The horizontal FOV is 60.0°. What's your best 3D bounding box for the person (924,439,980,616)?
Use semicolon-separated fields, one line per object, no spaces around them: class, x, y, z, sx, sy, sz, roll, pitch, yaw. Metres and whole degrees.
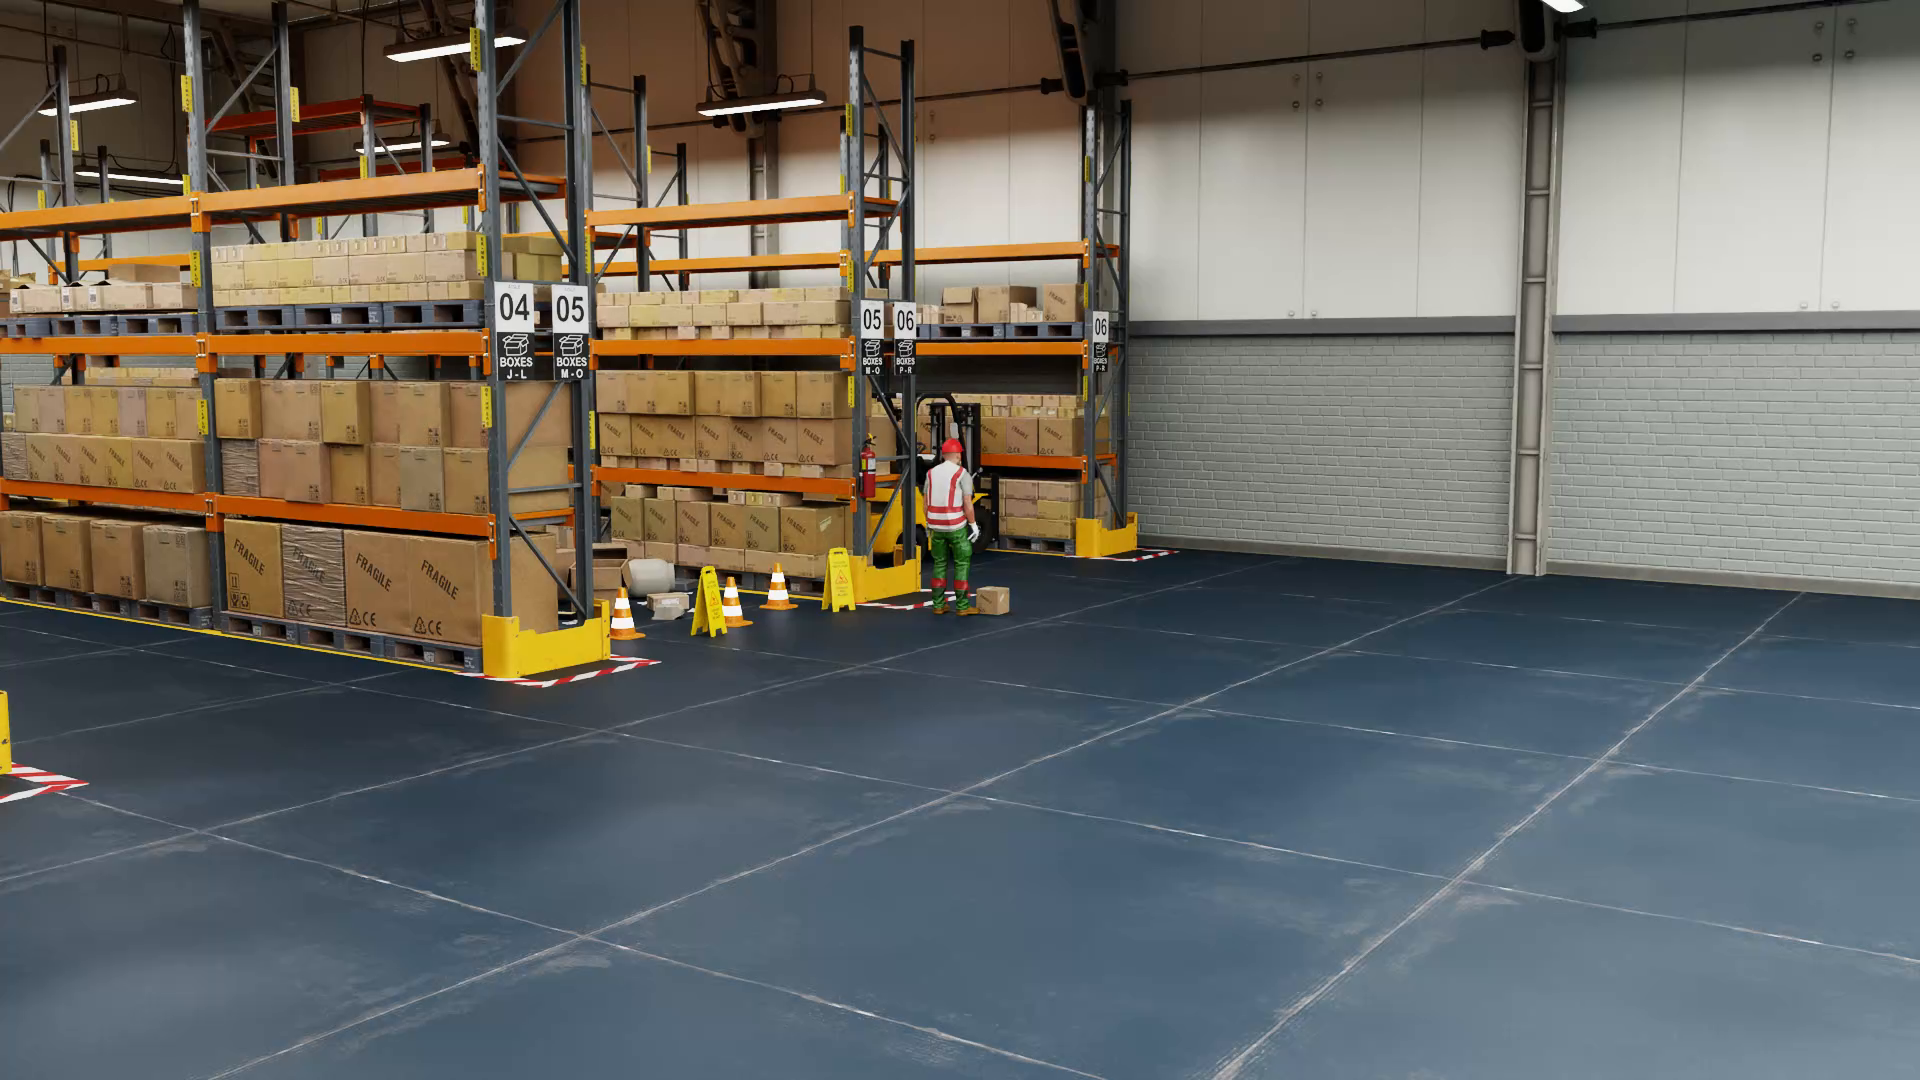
person;-0.091;-0.133;16.867;0.609;1.780;0.448;4;7;31
